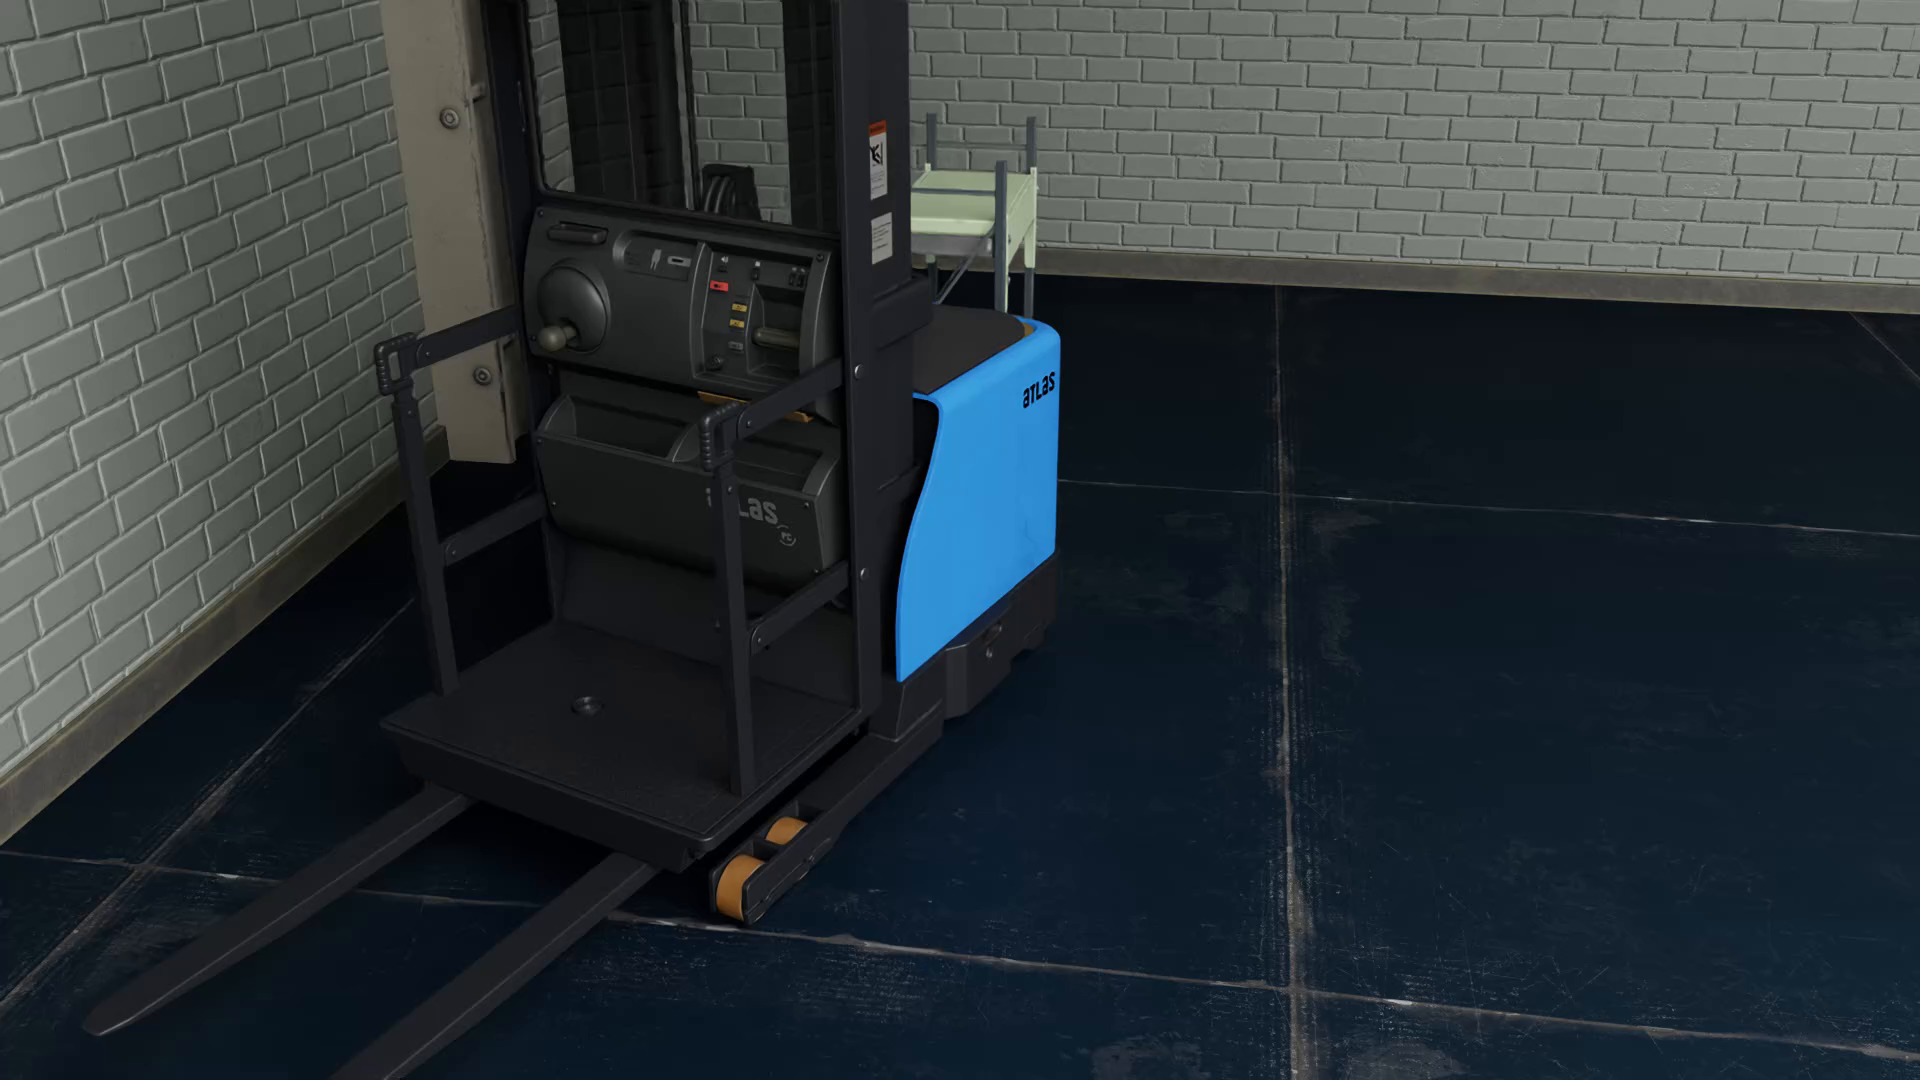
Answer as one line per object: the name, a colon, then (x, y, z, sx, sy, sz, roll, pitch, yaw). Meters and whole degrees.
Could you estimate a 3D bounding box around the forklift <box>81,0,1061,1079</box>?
forklift: (-0.833, -0.585, 4.041, 1.130, 2.935, 3.031, 13, 28, 26)

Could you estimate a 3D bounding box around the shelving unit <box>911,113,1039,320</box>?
shelving unit: (0.014, -0.690, 5.955, 0.431, 1.500, 0.755, 4, 25, 9)

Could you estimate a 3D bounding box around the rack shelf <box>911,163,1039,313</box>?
rack shelf: (0.014, -1.044, 5.790, 0.431, 0.370, 0.720, 4, 25, 9)

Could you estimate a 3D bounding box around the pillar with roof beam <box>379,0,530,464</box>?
pillar with roof beam: (2.259, -4.189, 4.584, 9.100, 9.000, 0.400, 4, 25, 9)

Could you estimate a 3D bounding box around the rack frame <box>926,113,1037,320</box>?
rack frame: (0.077, -0.843, 6.282, 0.400, 1.500, 0.023, 4, 25, 9)

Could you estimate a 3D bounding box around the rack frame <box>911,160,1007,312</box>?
rack frame: (-0.049, -0.537, 5.629, 0.400, 1.500, 0.023, 4, 25, 9)
